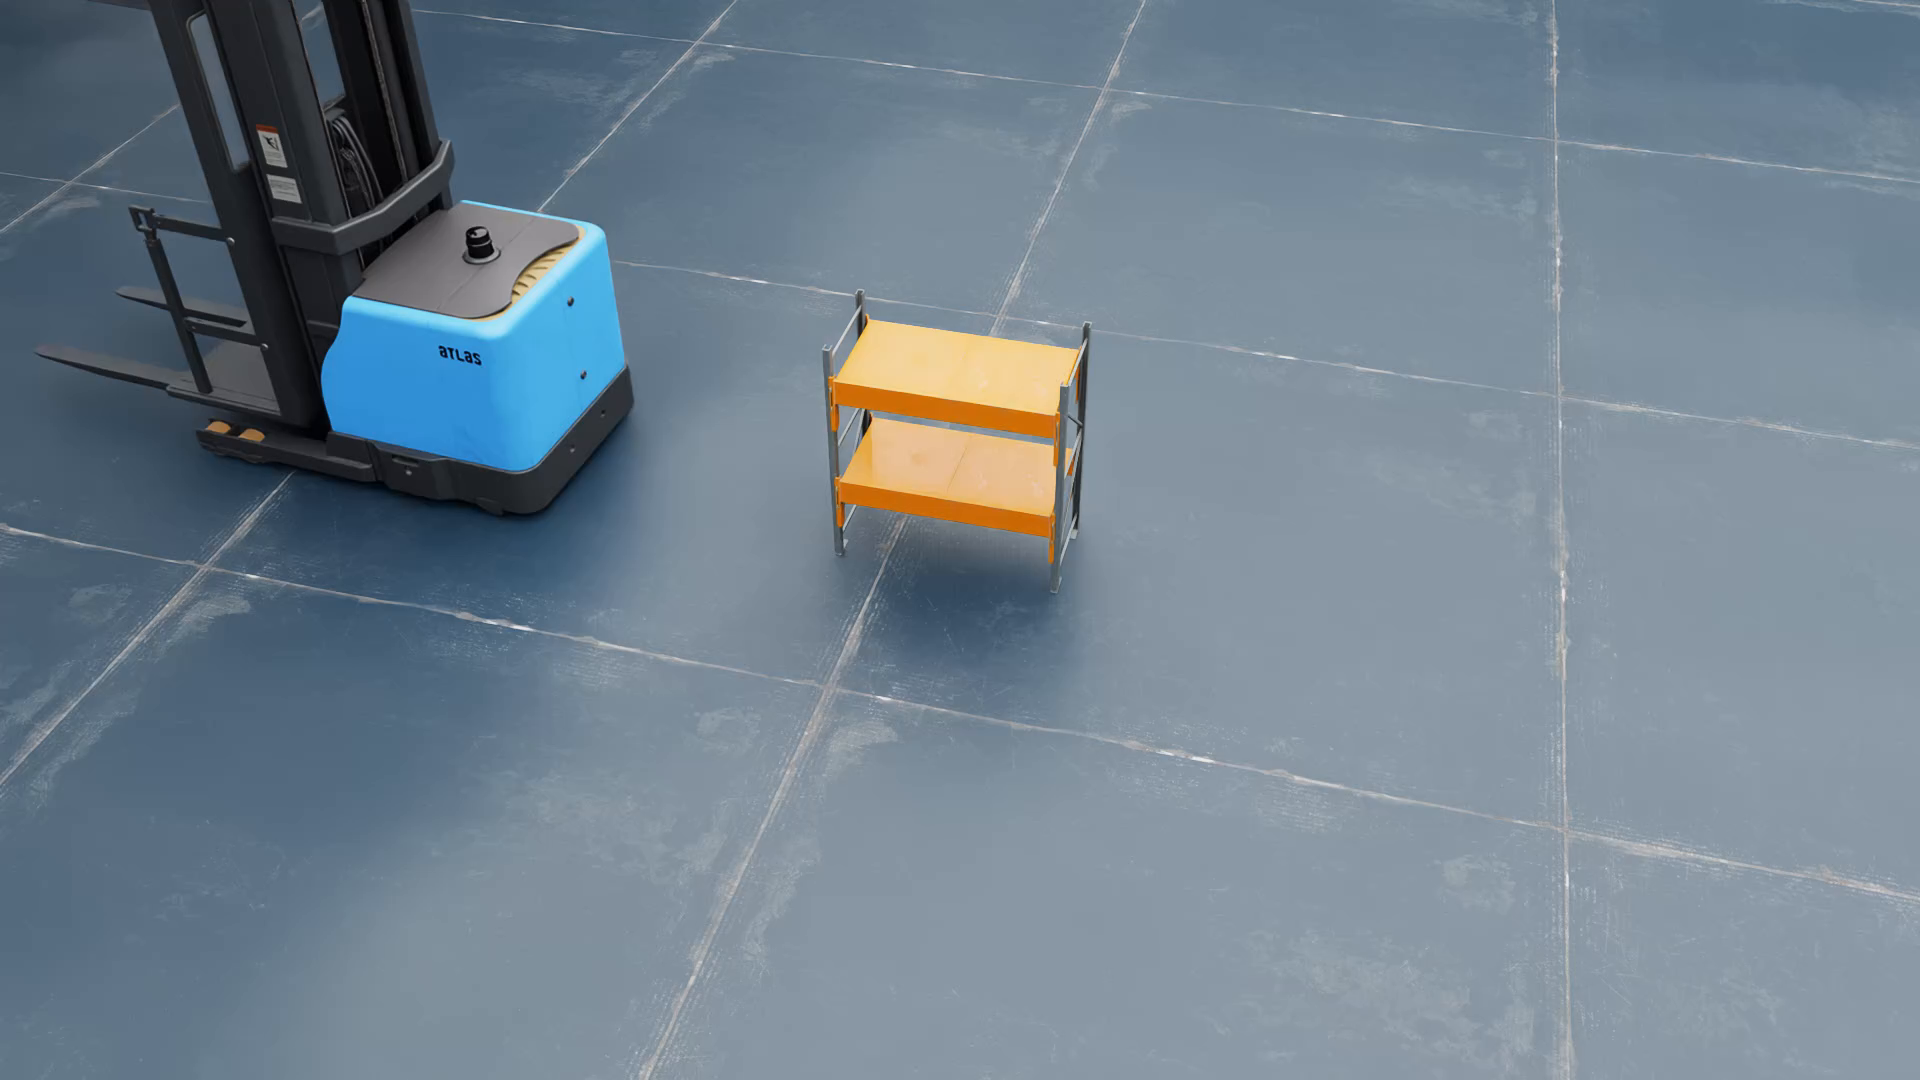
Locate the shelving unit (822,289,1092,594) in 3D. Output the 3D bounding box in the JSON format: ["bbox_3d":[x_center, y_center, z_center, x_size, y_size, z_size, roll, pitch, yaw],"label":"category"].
[{"bbox_3d":[-0.007,-0.432,7.390,1.048,1.125,0.538,10,41,11],"label":"shelving unit"}]

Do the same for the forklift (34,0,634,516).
[{"bbox_3d":[-3.234,-1.808,7.624,3.031,2.935,1.130,13,42,15],"label":"forklift"}]

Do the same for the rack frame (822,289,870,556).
[{"bbox_3d":[-0.498,-0.516,7.490,0.032,1.125,0.500,10,41,11],"label":"rack frame"}]

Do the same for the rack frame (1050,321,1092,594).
[{"bbox_3d":[0.485,-0.347,7.289,0.032,1.125,0.500,10,41,11],"label":"rack frame"}]

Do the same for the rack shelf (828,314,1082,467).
[{"bbox_3d":[-0.007,-0.656,7.201,1.000,0.278,0.538,10,41,11],"label":"rack shelf"}]

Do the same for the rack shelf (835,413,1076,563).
[{"bbox_3d":[-0.007,-0.245,7.547,1.000,0.278,0.538,10,41,11],"label":"rack shelf"}]
